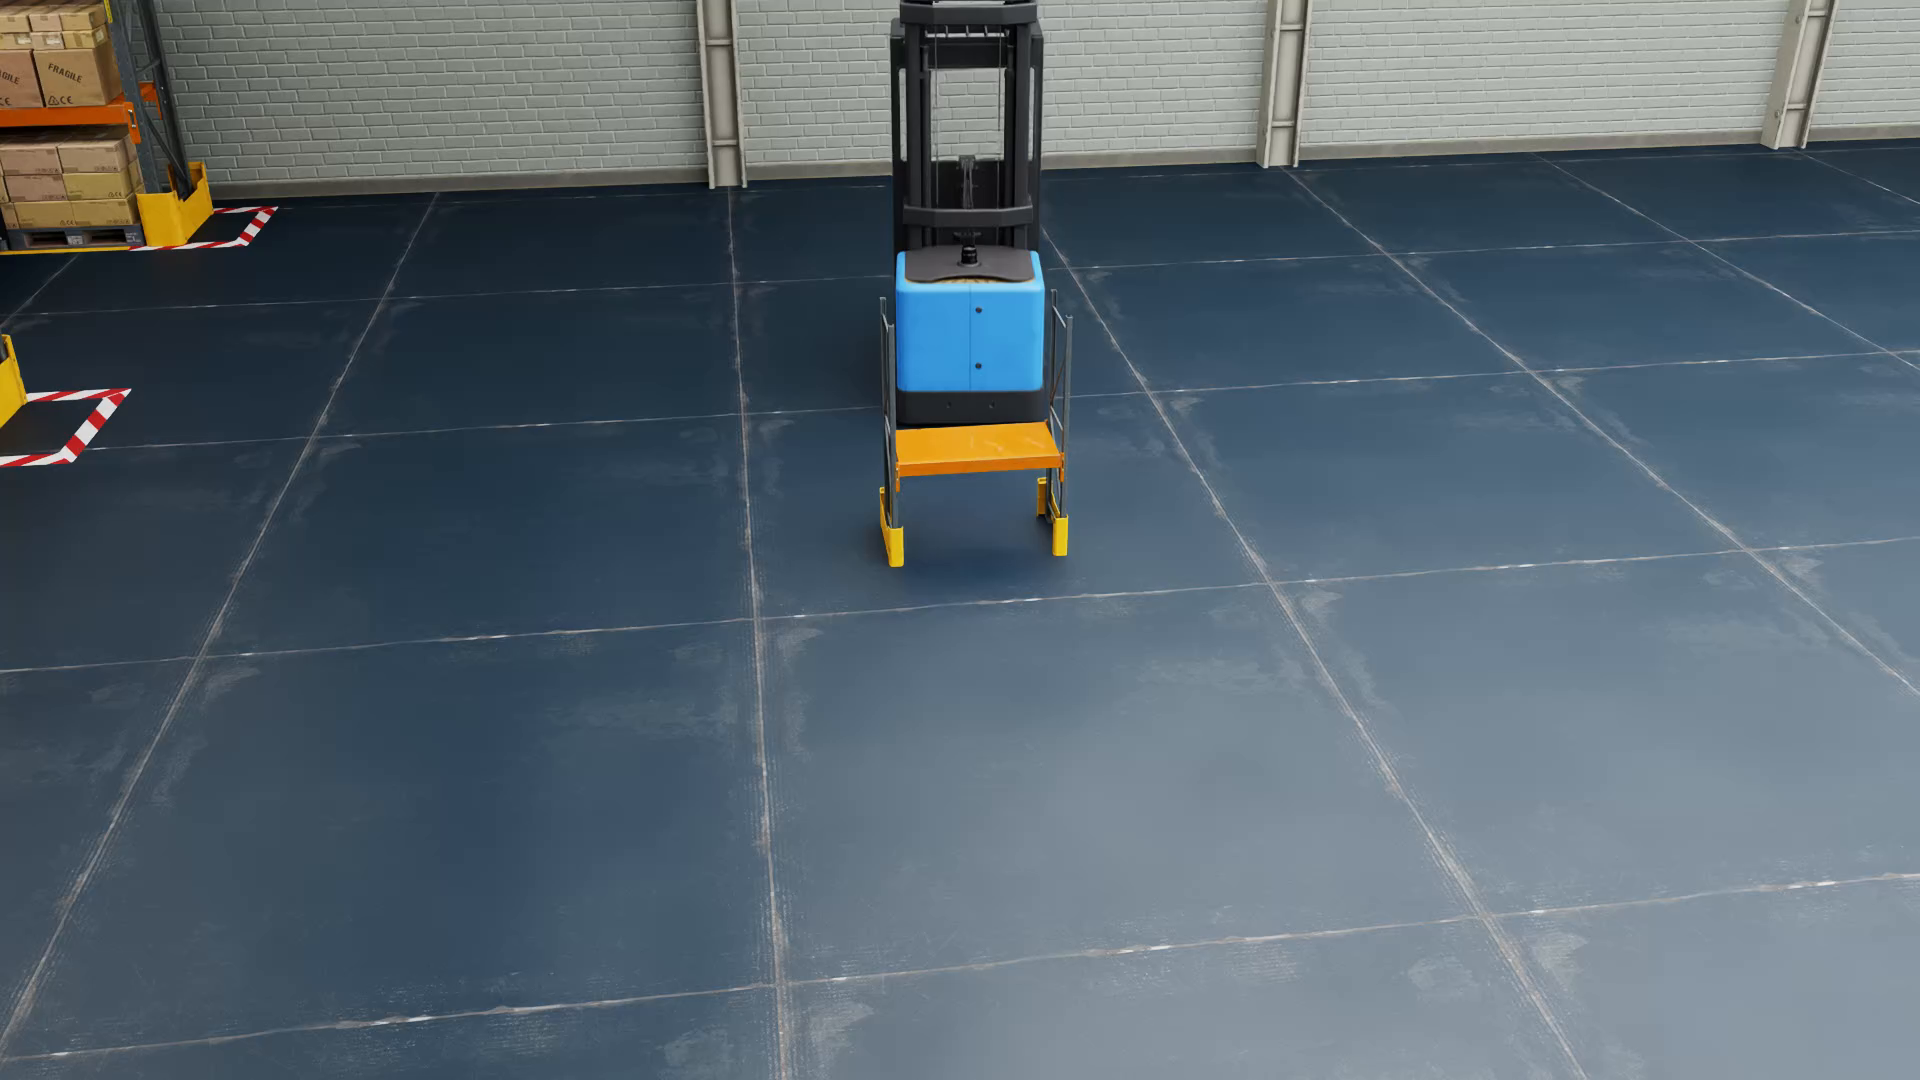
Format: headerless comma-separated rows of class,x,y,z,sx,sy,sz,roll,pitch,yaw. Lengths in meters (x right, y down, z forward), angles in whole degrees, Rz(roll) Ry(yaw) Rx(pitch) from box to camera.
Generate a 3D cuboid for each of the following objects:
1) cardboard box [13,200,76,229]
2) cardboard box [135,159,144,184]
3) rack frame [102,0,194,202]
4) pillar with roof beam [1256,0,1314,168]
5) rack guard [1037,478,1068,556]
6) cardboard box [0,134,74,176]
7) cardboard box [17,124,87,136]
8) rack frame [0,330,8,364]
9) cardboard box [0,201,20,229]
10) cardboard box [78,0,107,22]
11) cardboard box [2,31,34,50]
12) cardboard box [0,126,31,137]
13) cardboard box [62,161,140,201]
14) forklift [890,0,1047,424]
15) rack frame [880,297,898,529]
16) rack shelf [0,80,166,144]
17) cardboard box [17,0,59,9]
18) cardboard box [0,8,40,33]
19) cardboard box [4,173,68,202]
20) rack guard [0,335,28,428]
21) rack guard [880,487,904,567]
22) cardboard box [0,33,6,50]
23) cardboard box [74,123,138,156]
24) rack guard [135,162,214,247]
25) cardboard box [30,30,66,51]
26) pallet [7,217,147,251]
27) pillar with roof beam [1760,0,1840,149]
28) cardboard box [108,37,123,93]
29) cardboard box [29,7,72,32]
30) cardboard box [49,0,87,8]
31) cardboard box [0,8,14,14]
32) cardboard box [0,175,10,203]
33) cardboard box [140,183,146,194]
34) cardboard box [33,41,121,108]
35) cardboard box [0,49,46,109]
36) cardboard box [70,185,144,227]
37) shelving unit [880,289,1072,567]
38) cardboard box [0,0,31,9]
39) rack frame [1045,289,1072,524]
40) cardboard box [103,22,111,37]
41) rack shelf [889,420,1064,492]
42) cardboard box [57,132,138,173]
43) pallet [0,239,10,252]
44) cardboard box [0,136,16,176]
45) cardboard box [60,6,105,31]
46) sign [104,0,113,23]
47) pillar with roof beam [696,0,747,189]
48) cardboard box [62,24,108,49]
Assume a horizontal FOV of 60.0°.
cardboard box,-8.495,-3.118,15.593,0.500,0.250,0.500,-4,27,-7
cardboard box,-8.074,-3.605,15.993,0.500,0.250,0.500,-3,27,-6
rack frame,-7.580,-4.355,15.451,0.127,3.000,1.000,-4,27,-7
pillar with roof beam,4.088,-6.204,12.484,0.400,9.000,9.100,-4,27,-7
rack guard,0.569,-0.148,10.264,0.087,0.250,0.587,-4,27,-7
cardboard box,-8.497,-3.558,15.354,0.500,0.250,0.500,-3,27,-6
cardboard box,-8.576,-3.785,15.797,0.500,0.250,0.500,-4,27,-7
rack frame,-6.885,-2.111,11.078,0.127,3.000,1.000,-4,27,-7
cardboard box,-8.991,-3.090,15.539,0.500,0.250,0.500,-3,27,-7
cardboard box,-7.942,-4.895,15.359,0.250,0.149,0.380,-4,27,-8
cardboard box,-8.398,-4.521,14.954,0.250,0.149,0.380,-3,27,-6
cardboard box,-9.073,-3.758,15.744,0.500,0.250,0.500,-4,27,-7
cardboard box,-8.018,-3.368,15.533,0.500,0.250,0.500,-4,27,-8
forklift,0.043,-2.752,12.403,1.130,2.935,3.031,-1,27,-1
rack frame,-0.419,-0.640,9.855,0.032,1.500,0.500,-4,27,-7
rack shelf,-9.560,-3.907,15.367,4.000,0.370,1.077,-4,27,-7
cardboard box,-8.465,-4.871,15.311,0.250,0.149,0.380,-3,27,-6
cardboard box,-8.400,-4.643,14.868,0.250,0.149,0.380,-3,27,-6
cardboard box,-8.516,-3.341,15.480,0.500,0.250,0.500,-4,27,-8
rack guard,-6.960,-0.994,11.640,0.348,0.500,1.175,-4,27,-7
rack guard,-0.418,-0.084,10.141,0.087,0.250,0.587,-4,27,-7
cardboard box,-8.645,-4.510,14.934,0.250,0.149,0.380,-4,27,-7
cardboard box,-8.082,-3.818,15.862,0.500,0.250,0.500,-4,27,-8
rack guard,-7.556,-3.244,16.025,0.348,0.500,1.175,-4,27,-7
cardboard box,-8.133,-4.509,14.932,0.250,0.149,0.380,-3,27,-6
pallet,-8.331,-3.046,15.956,1.213,0.211,1.003,-4,27,-7
pillar with roof beam,10.029,-6.586,13.228,0.400,9.000,9.100,-4,27,-7
cardboard box,-8.109,-4.493,15.612,0.500,0.500,0.500,-3,27,-5
cardboard box,-8.145,-4.672,14.924,0.250,0.149,0.380,-4,27,-7
cardboard box,-8.214,-4.907,15.381,0.250,0.149,0.380,-3,27,-5
cardboard box,-8.657,-4.661,14.903,0.250,0.149,0.380,-4,27,-7
cardboard box,-9.025,-3.299,15.398,0.500,0.250,0.500,-4,27,-8
cardboard box,-8.093,-3.375,16.094,0.500,0.250,0.500,-4,27,-7
cardboard box,-8.030,-4.249,15.136,0.500,0.500,0.500,-4,27,-8
cardboard box,-8.546,-4.220,15.080,0.500,0.500,0.500,-3,27,-5
cardboard box,-8.001,-3.145,15.646,0.500,0.250,0.500,-3,27,-7
shelving unit,0.075,-0.672,9.917,1.083,1.500,0.587,-4,27,-7
cardboard box,-8.713,-4.862,15.293,0.250,0.149,0.380,-4,27,-7
rack frame,0.588,-0.705,9.981,0.032,1.500,0.500,-4,27,-7
cardboard box,-7.952,-4.783,15.467,0.250,0.149,0.380,-4,27,-8
rack shelf,0.084,-0.513,10.000,1.000,0.185,0.538,-4,27,-7
cardboard box,-7.992,-3.593,15.423,0.500,0.250,0.500,-3,27,-5
pallet,-9.537,-2.970,15.808,1.213,0.211,1.003,-4,27,-7
cardboard box,-8.995,-3.521,15.283,0.500,0.250,0.500,-3,27,-6
cardboard box,-7.905,-4.702,14.982,0.250,0.149,0.380,-4,27,-7
sign,-7.518,-4.729,14.653,0.005,0.325,0.100,-4,27,-7
pillar with roof beam,-1.854,-5.822,11.740,0.400,9.000,9.100,-4,27,-7
cardboard box,-7.884,-4.539,14.990,0.250,0.149,0.380,-3,27,-6
